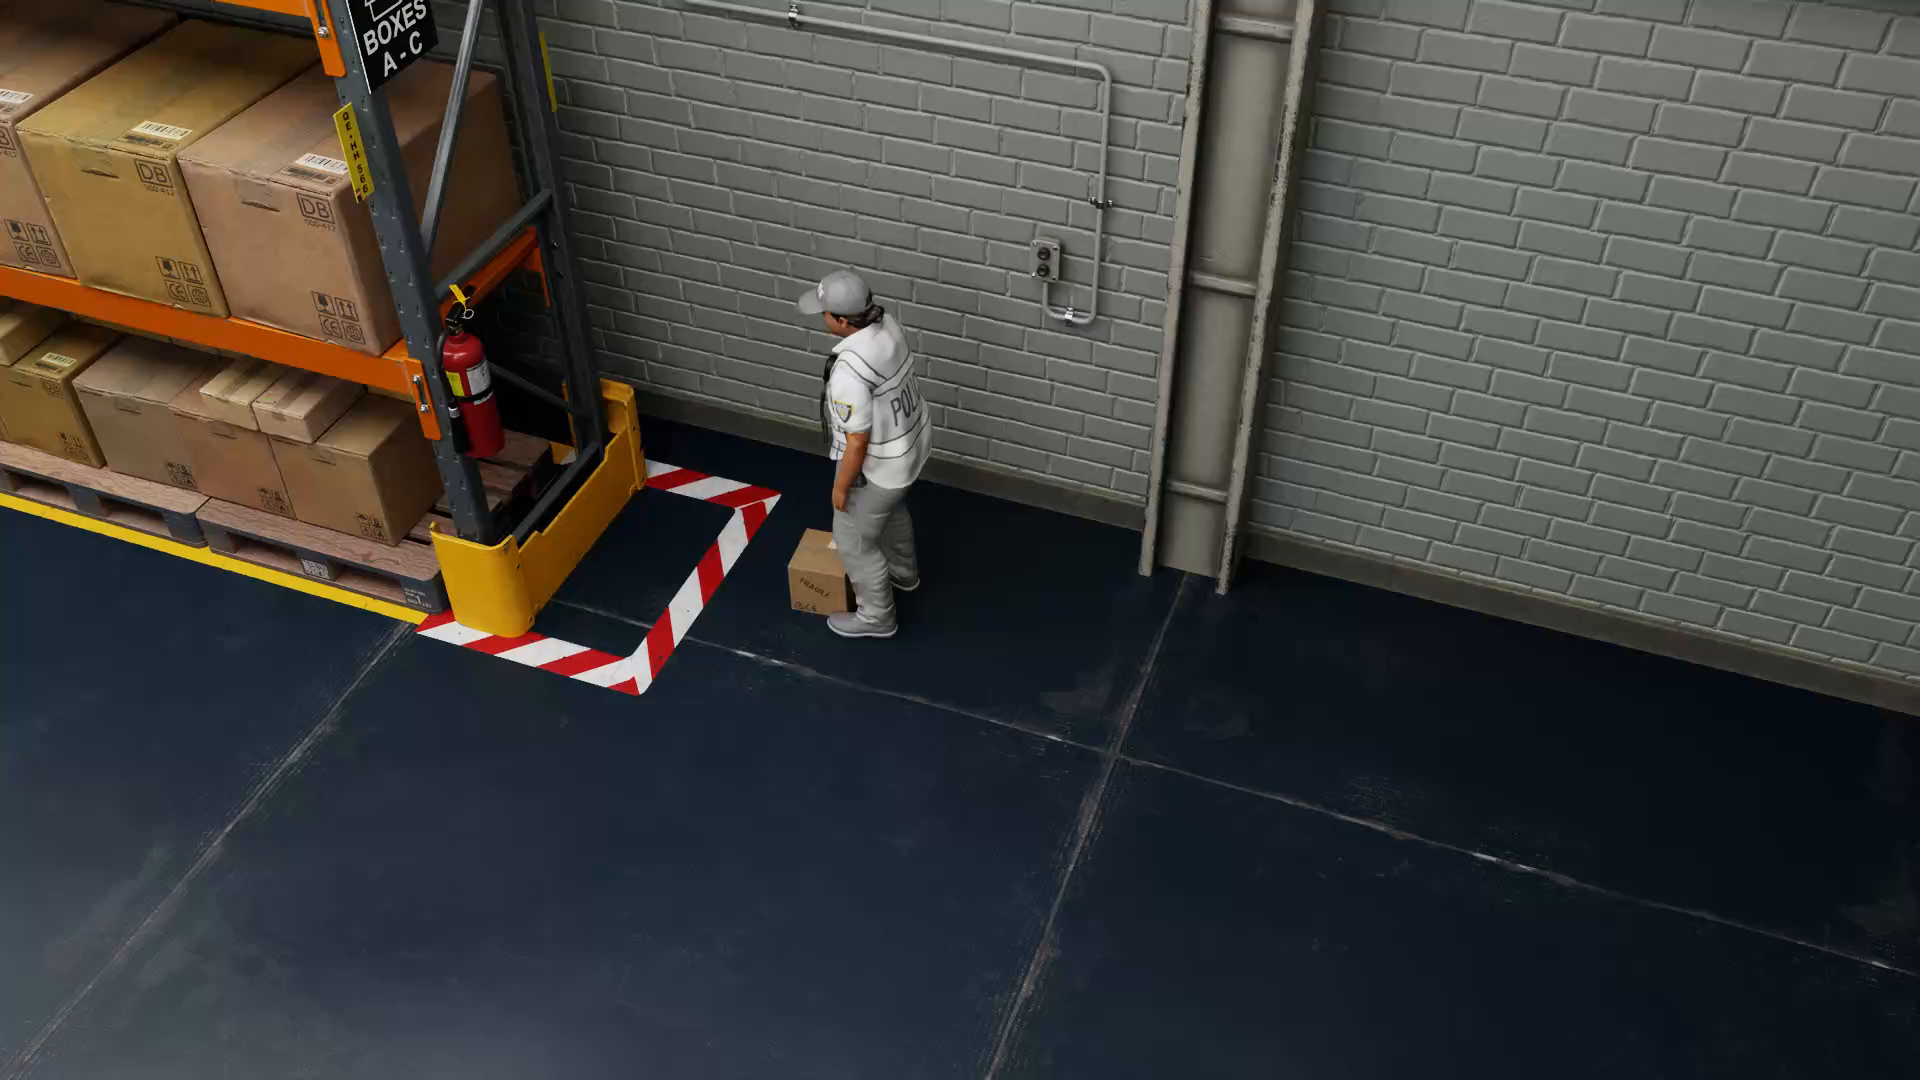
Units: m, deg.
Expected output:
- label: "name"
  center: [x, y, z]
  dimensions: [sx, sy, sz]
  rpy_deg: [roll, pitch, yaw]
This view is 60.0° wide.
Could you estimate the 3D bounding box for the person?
- label: "person"
  center: [-0.357, -0.335, 6.530]
  dimensions: [0.467, 1.667, 0.540]
  rpy_deg: [14, 44, 15]
